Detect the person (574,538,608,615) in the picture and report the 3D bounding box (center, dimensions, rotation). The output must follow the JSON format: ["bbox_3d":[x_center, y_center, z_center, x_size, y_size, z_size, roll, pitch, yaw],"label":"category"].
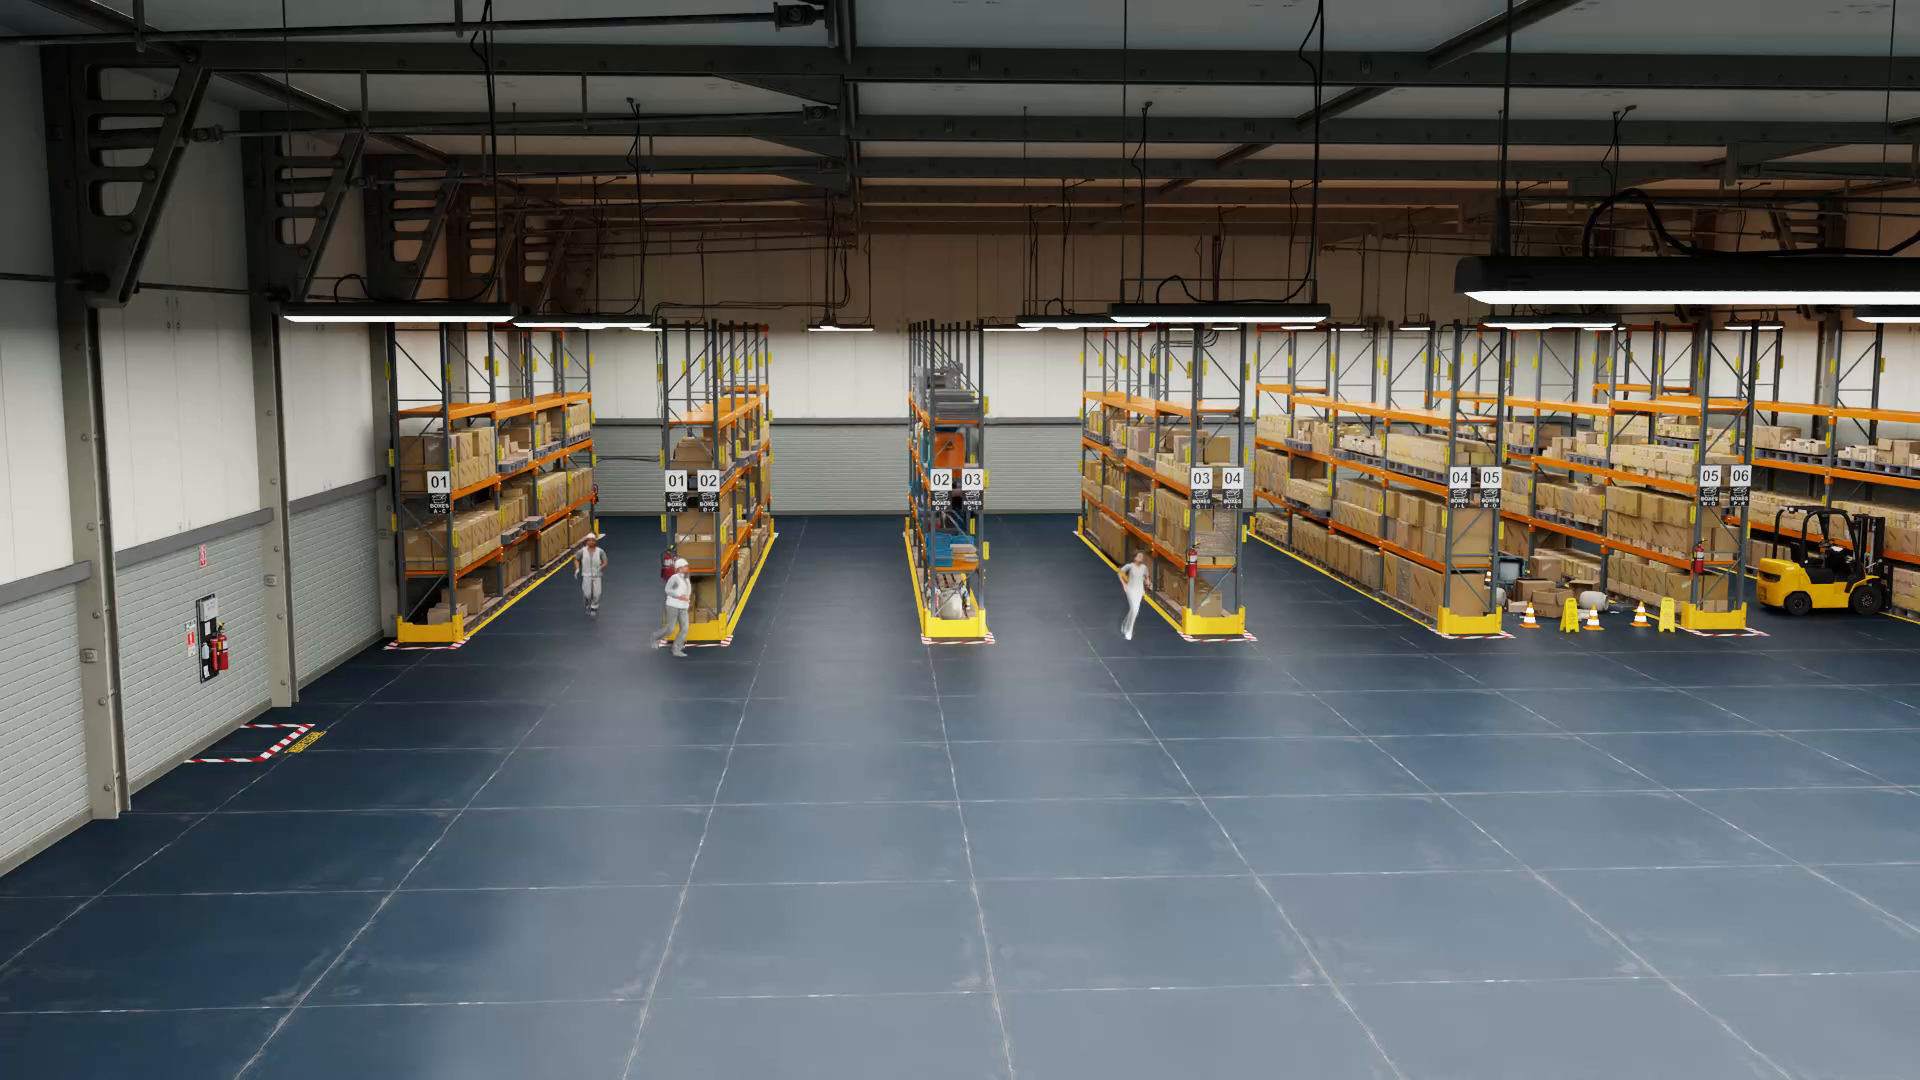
[{"bbox_3d":[-7.370,0.741,33.284,0.653,1.644,0.528,-2,7,-16],"label":"person"}]

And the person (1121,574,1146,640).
[{"bbox_3d":[3.251,1.242,31.591,0.432,1.260,0.666,-3,8,-25],"label":"person"}]

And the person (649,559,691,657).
[{"bbox_3d":[-5.094,1.196,29.889,0.858,1.723,0.693,4,8,31],"label":"person"}]

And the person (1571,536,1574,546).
[{"bbox_3d":[16.323,-0.681,44.655,0.692,1.661,0.582,-2,7,-16],"label":"person"}]
